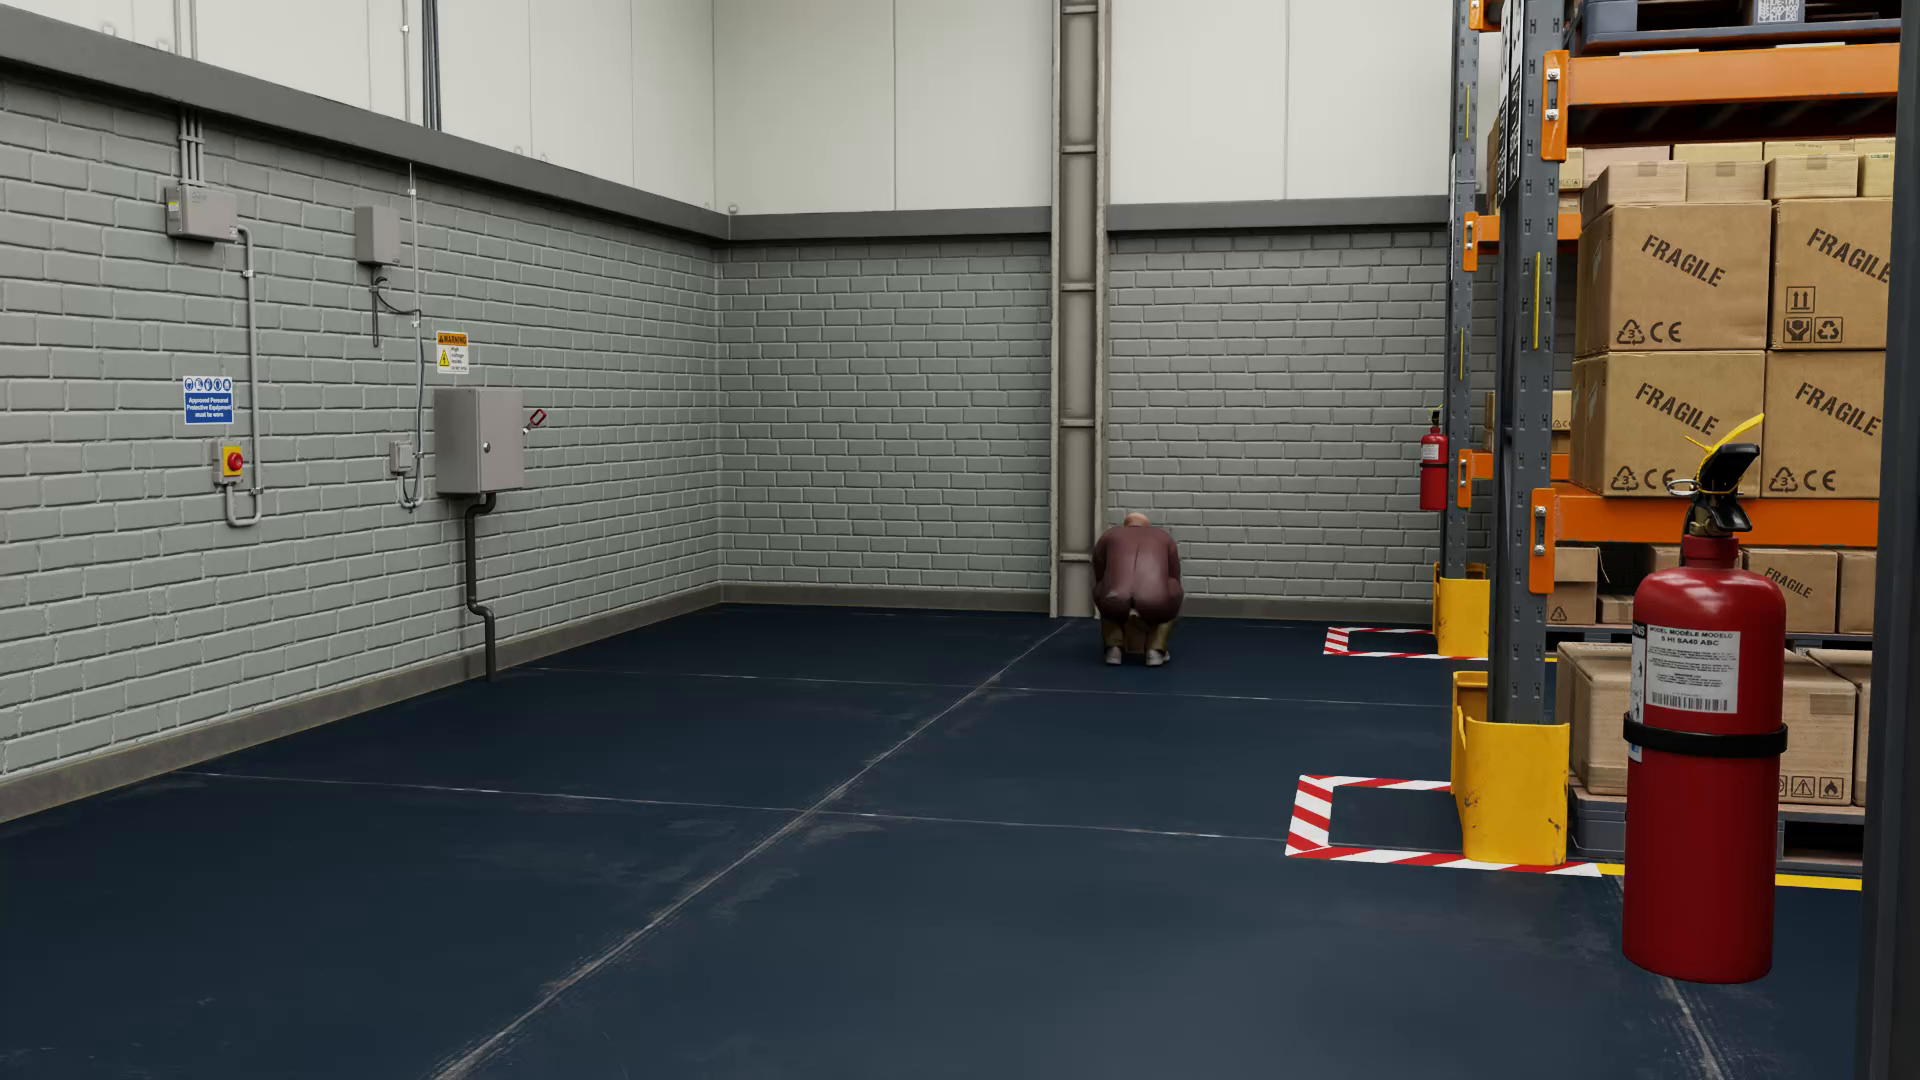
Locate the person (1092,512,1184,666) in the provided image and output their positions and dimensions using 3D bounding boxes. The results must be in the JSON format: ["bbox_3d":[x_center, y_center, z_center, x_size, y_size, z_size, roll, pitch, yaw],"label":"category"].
[{"bbox_3d":[1.124,0.310,10.545,0.608,0.902,0.907,1,5,14],"label":"person"}]
